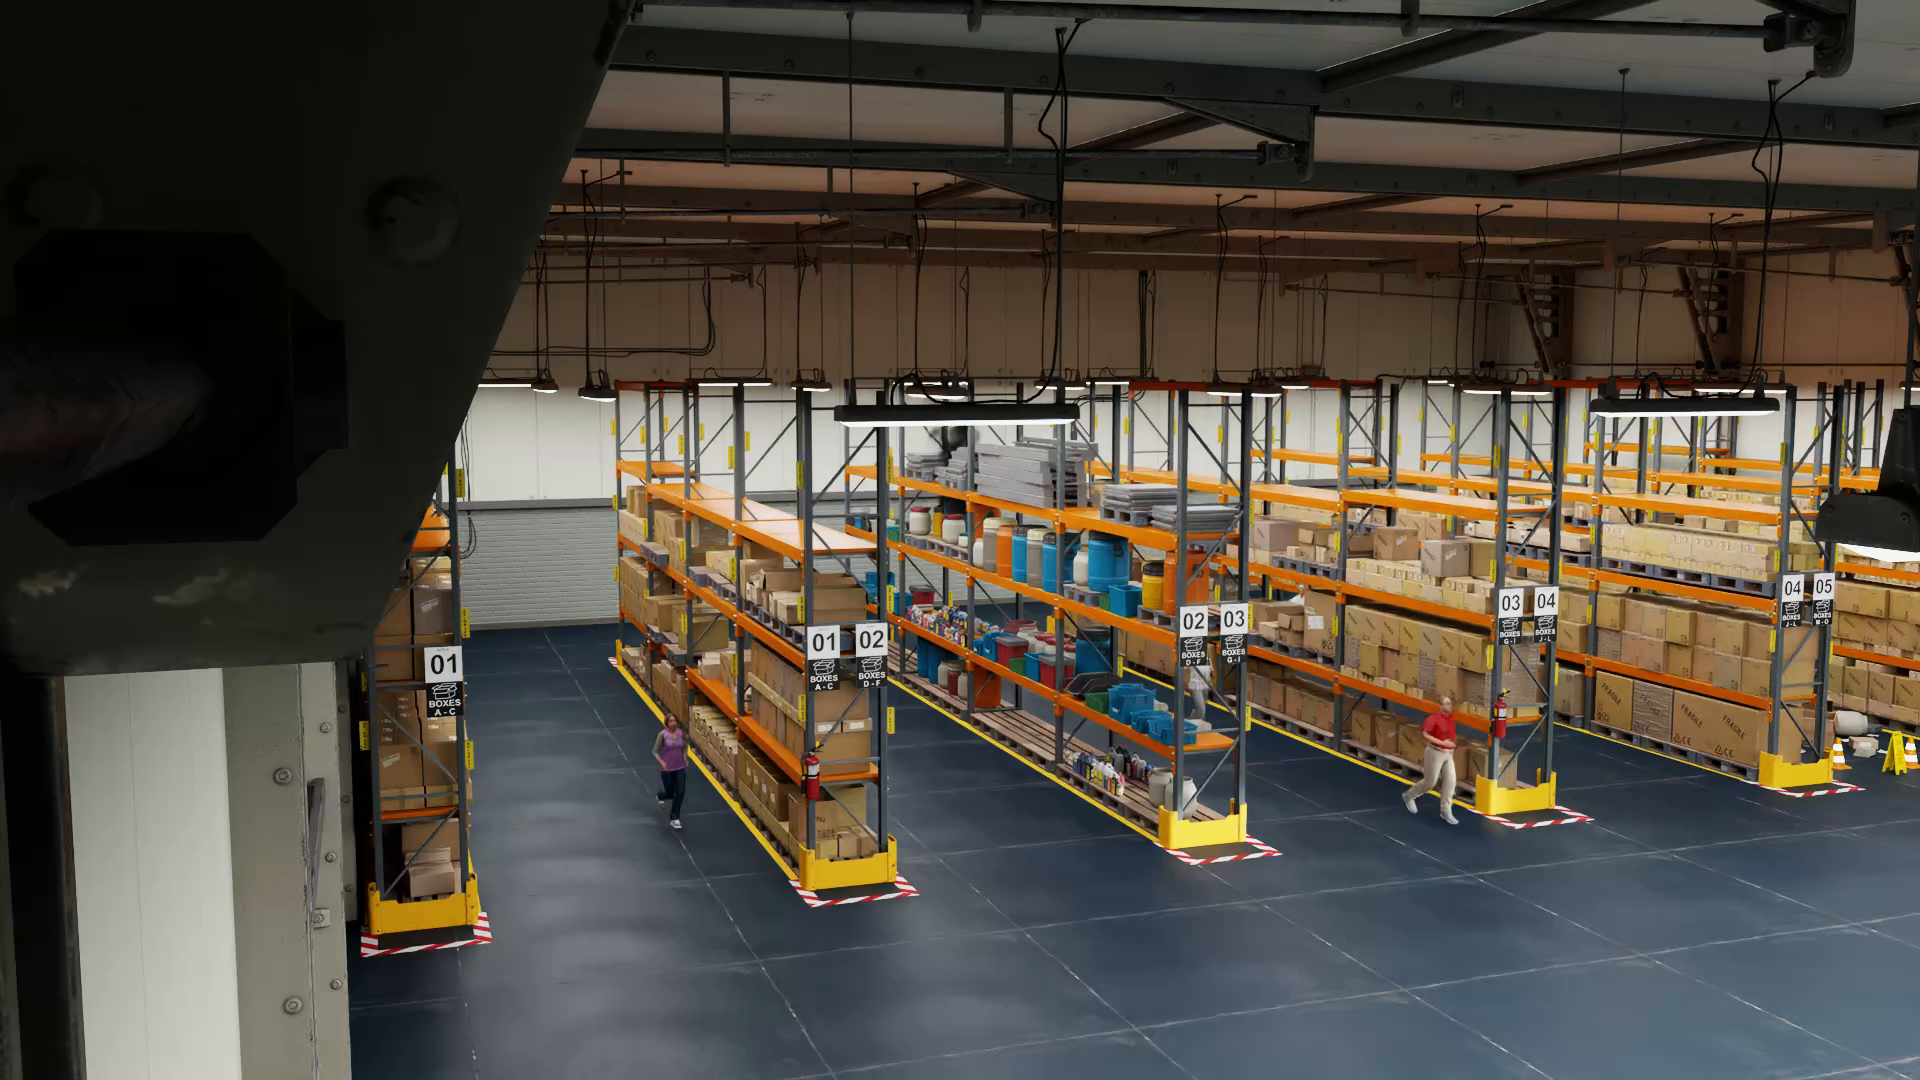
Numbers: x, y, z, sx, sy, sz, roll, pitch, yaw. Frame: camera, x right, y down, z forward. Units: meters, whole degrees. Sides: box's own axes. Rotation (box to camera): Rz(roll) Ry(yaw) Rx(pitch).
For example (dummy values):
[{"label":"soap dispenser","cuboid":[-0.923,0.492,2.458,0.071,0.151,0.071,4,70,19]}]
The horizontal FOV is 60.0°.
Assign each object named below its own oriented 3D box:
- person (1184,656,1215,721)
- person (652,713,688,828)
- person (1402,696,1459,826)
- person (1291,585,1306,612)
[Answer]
[{"label":"person","cuboid":[4.004,2.541,27.929,0.549,1.750,0.781,-4,7,-32]},{"label":"person","cuboid":[-3.969,3.145,22.882,0.536,1.565,0.651,-4,7,-31]},{"label":"person","cuboid":[6.674,3.030,23.216,0.691,1.743,0.889,-4,7,-35]},{"label":"person","cuboid":[7.215,1.787,35.277,0.609,1.716,0.882,-2,6,-15]}]
